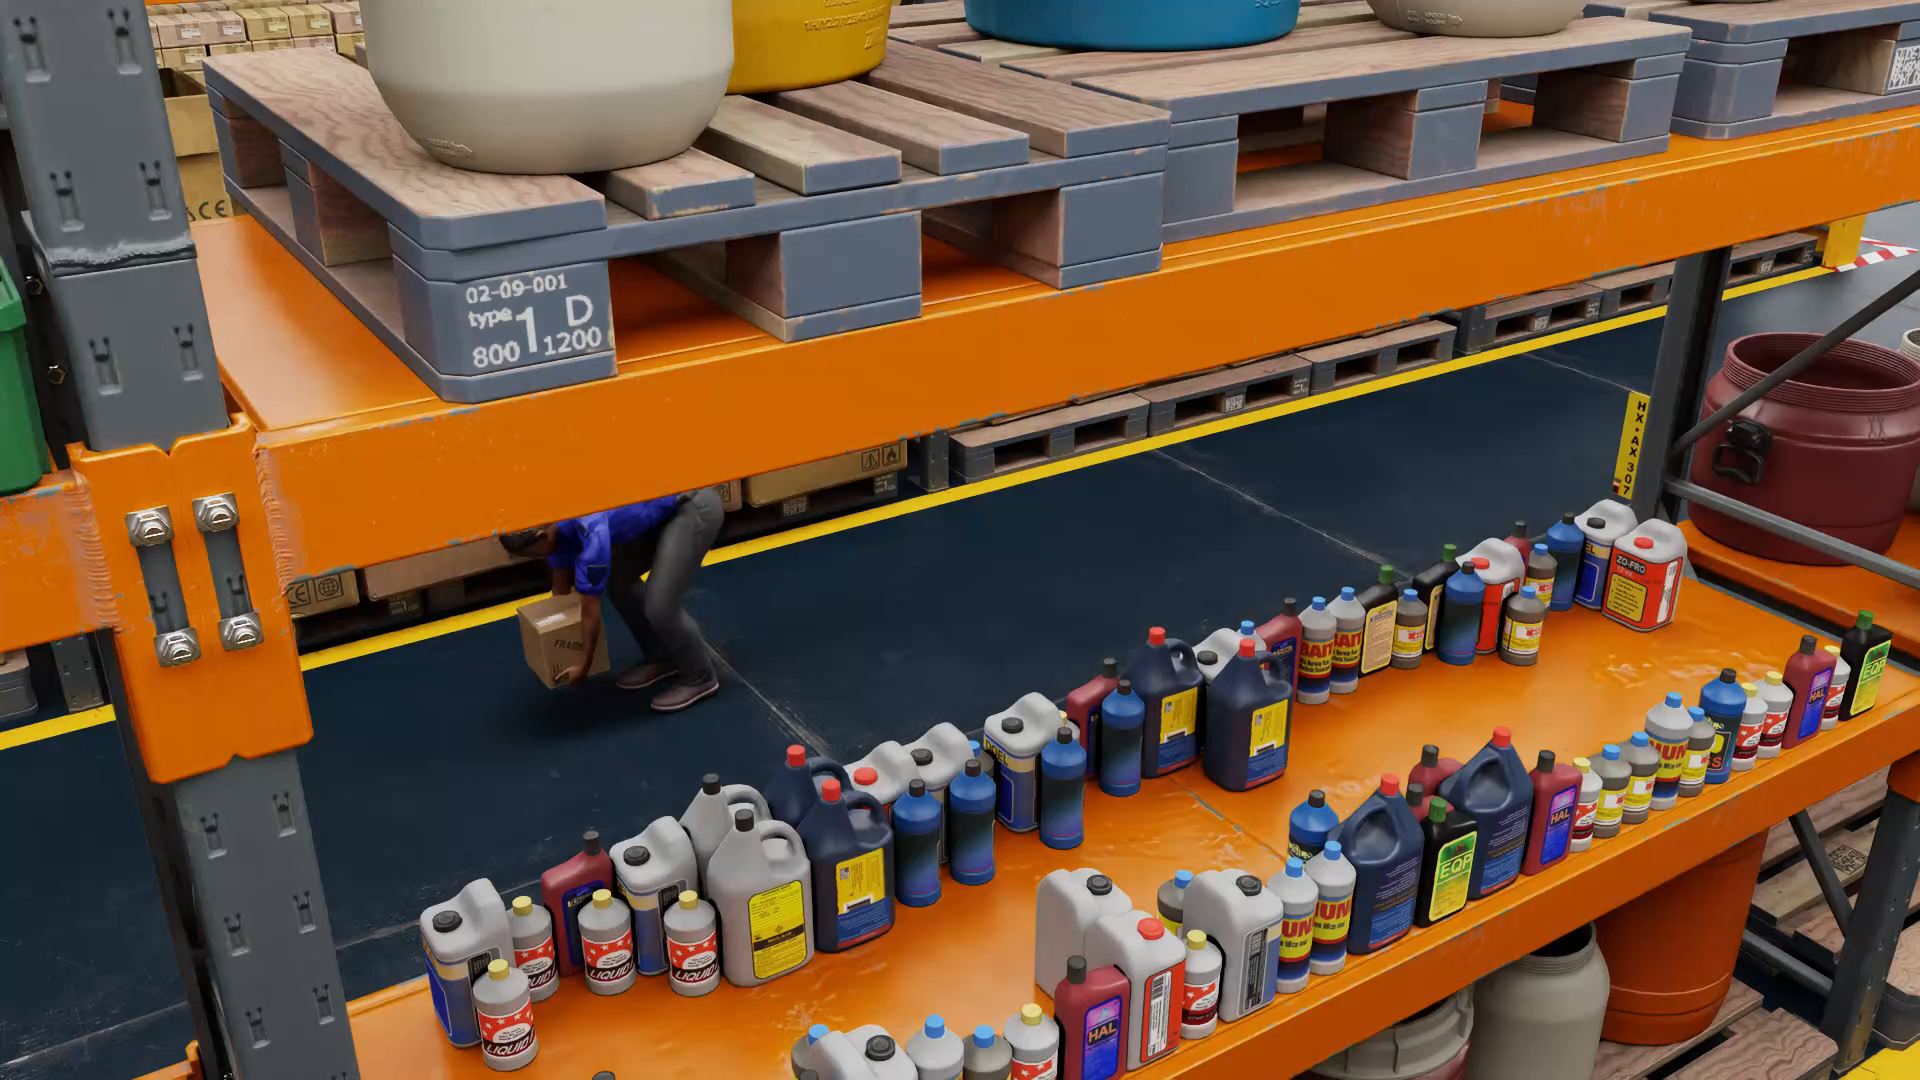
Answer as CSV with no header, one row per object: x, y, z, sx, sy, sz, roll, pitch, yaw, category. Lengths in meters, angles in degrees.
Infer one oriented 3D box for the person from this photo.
-1.329,0.204,6.467,0.878,0.991,0.432,-17,30,-32,person
